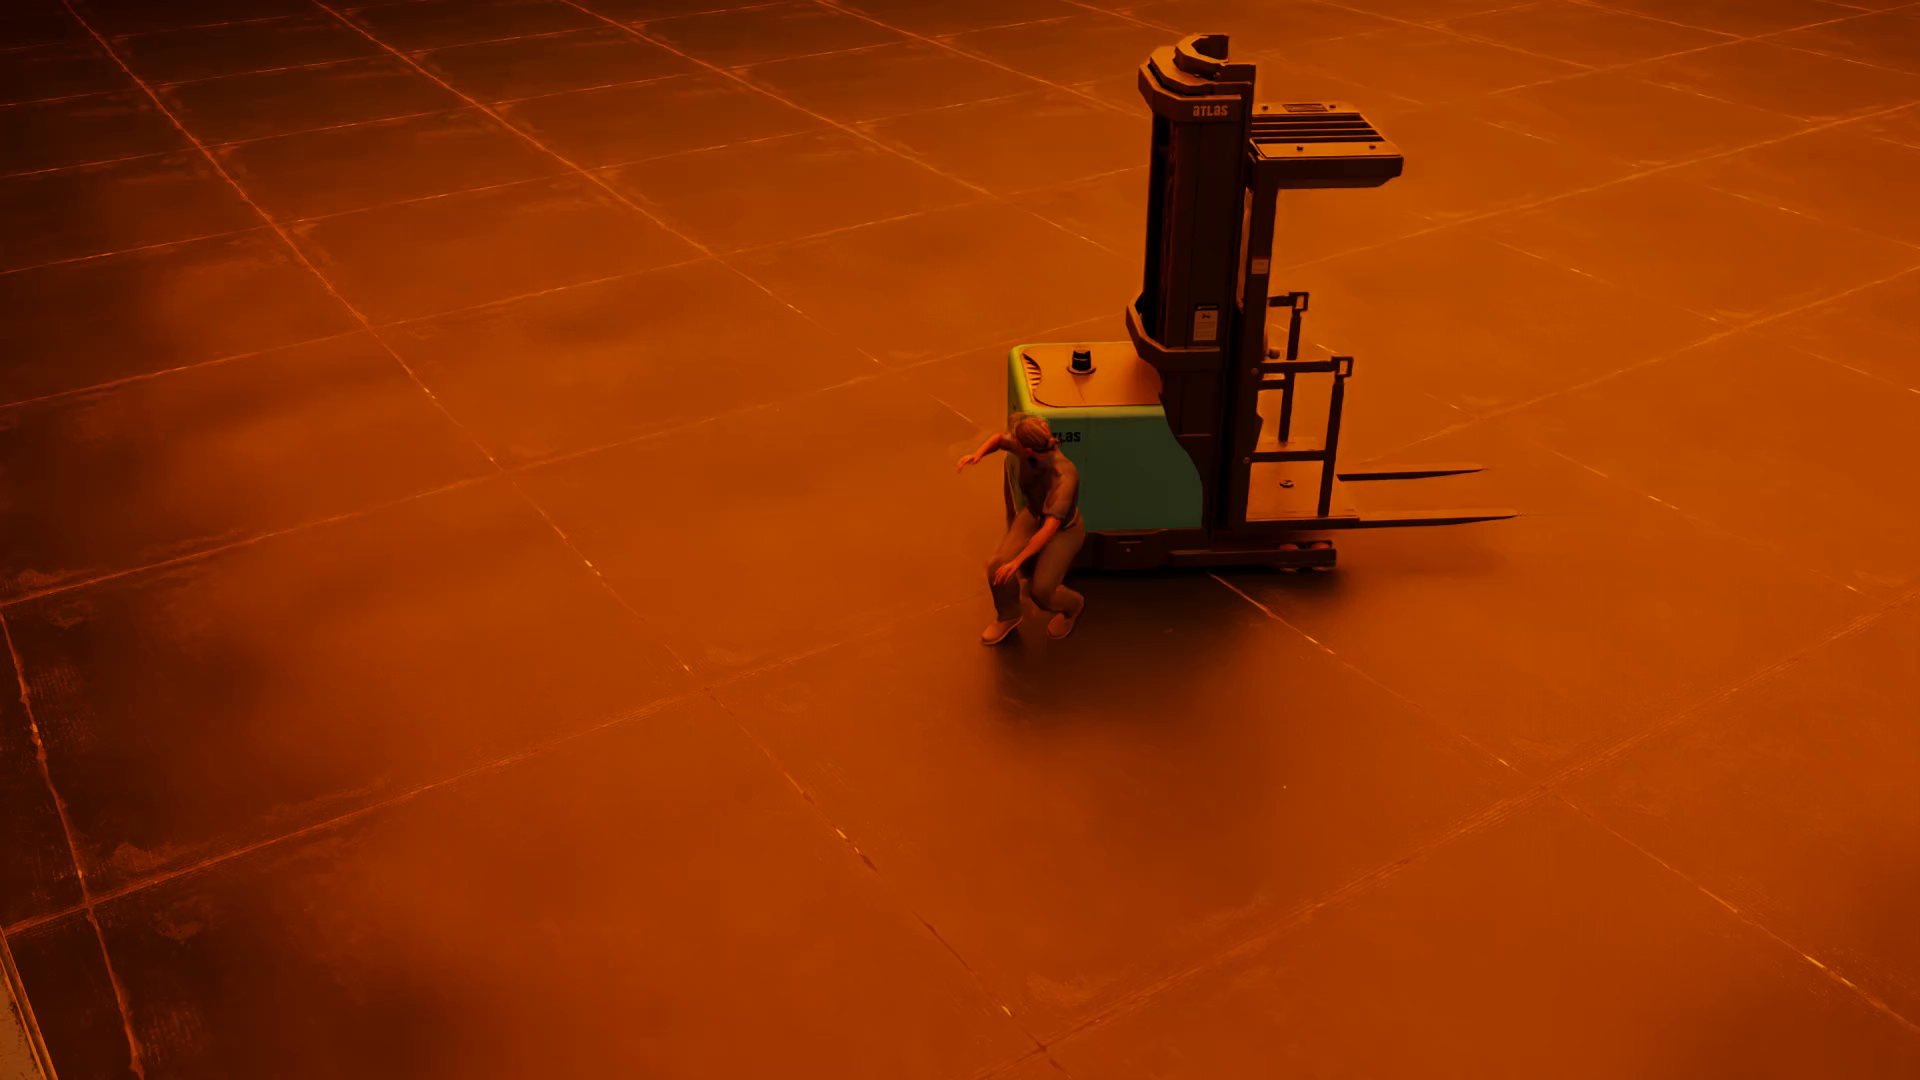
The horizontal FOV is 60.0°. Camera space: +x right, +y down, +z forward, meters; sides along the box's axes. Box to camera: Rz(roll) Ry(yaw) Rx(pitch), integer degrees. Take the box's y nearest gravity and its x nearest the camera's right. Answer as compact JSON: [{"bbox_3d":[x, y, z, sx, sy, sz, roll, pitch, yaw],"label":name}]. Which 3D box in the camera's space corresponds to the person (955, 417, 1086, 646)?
[{"bbox_3d":[0.289,-0.019,8.809,0.705,1.384,0.910,23,37,35],"label":"person"}]

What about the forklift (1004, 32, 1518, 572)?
[{"bbox_3d":[1.819,-1.345,9.568,3.031,2.935,1.130,-2,30,-3],"label":"forklift"}]
